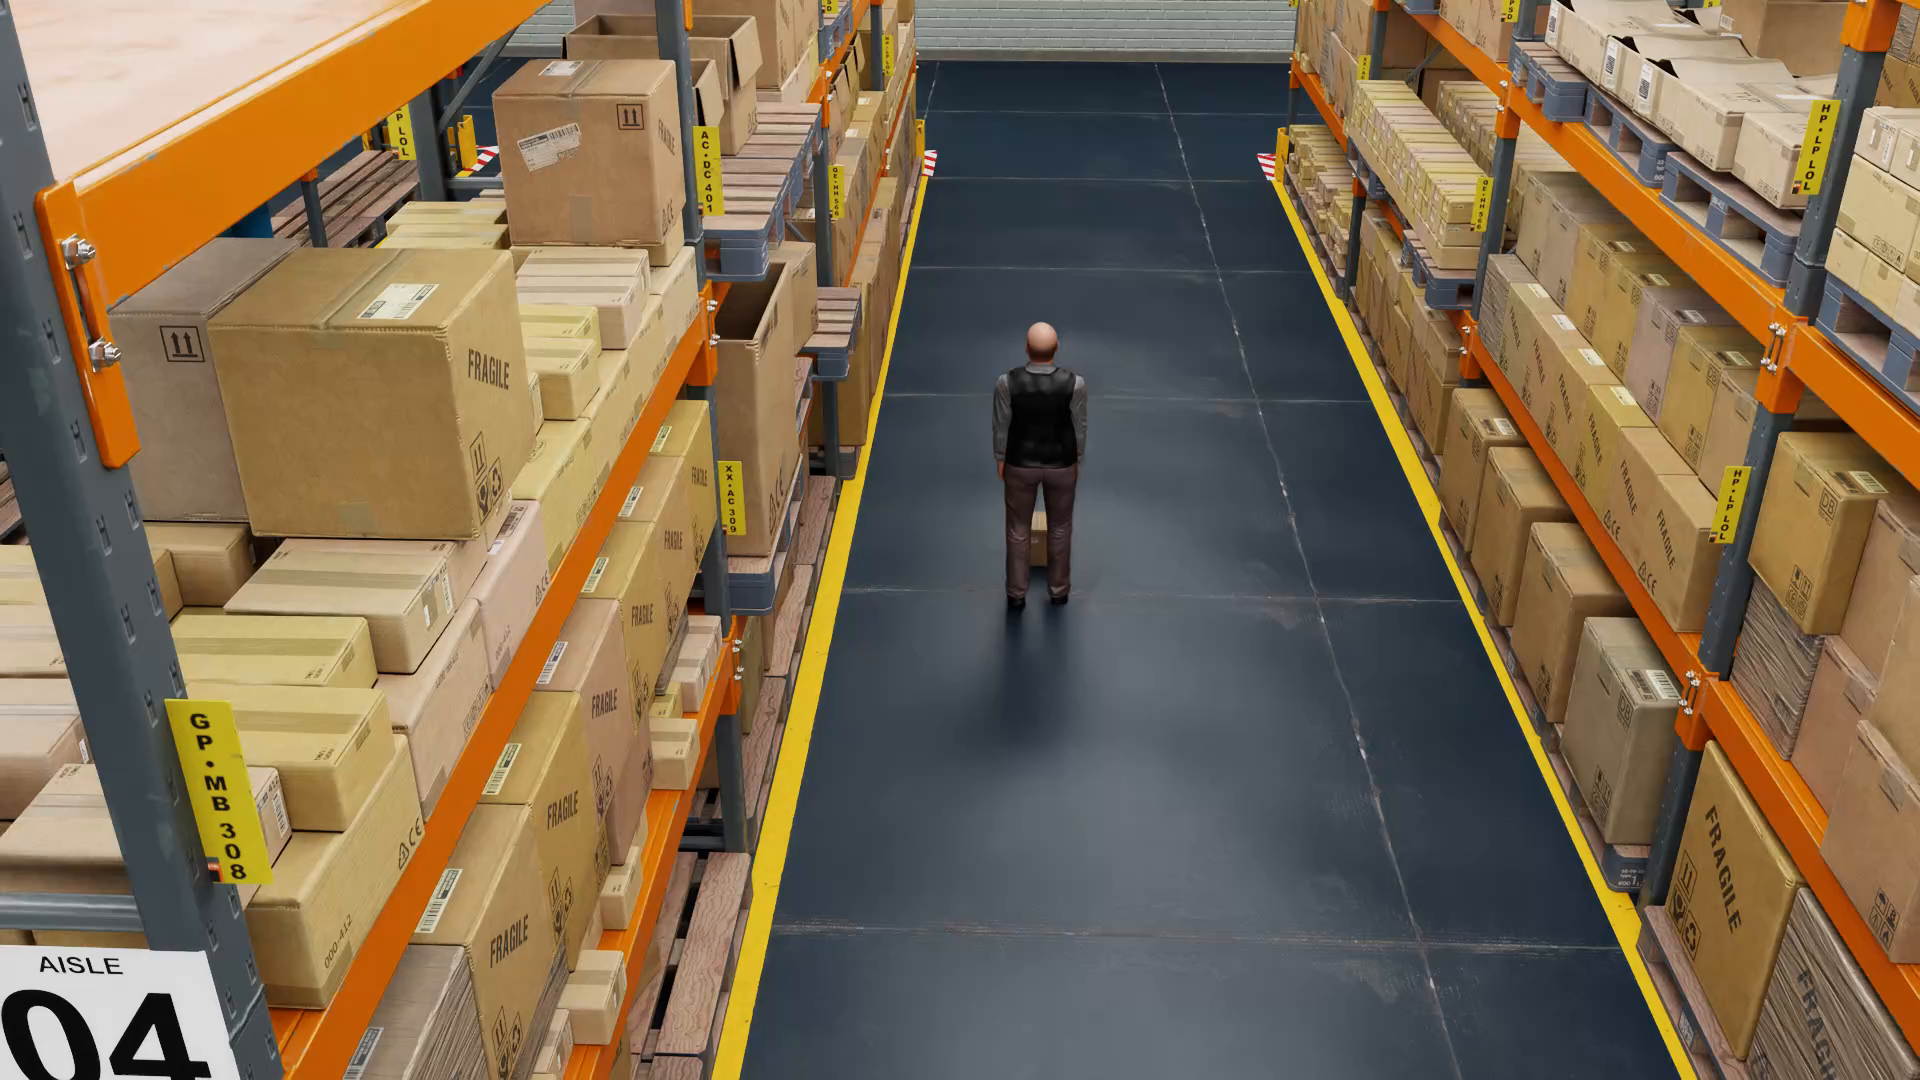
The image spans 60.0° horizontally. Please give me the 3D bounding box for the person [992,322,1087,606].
[{"bbox_3d":[0.446,-0.414,9.478,0.532,1.754,0.364,2,28,3],"label":"person"}]
